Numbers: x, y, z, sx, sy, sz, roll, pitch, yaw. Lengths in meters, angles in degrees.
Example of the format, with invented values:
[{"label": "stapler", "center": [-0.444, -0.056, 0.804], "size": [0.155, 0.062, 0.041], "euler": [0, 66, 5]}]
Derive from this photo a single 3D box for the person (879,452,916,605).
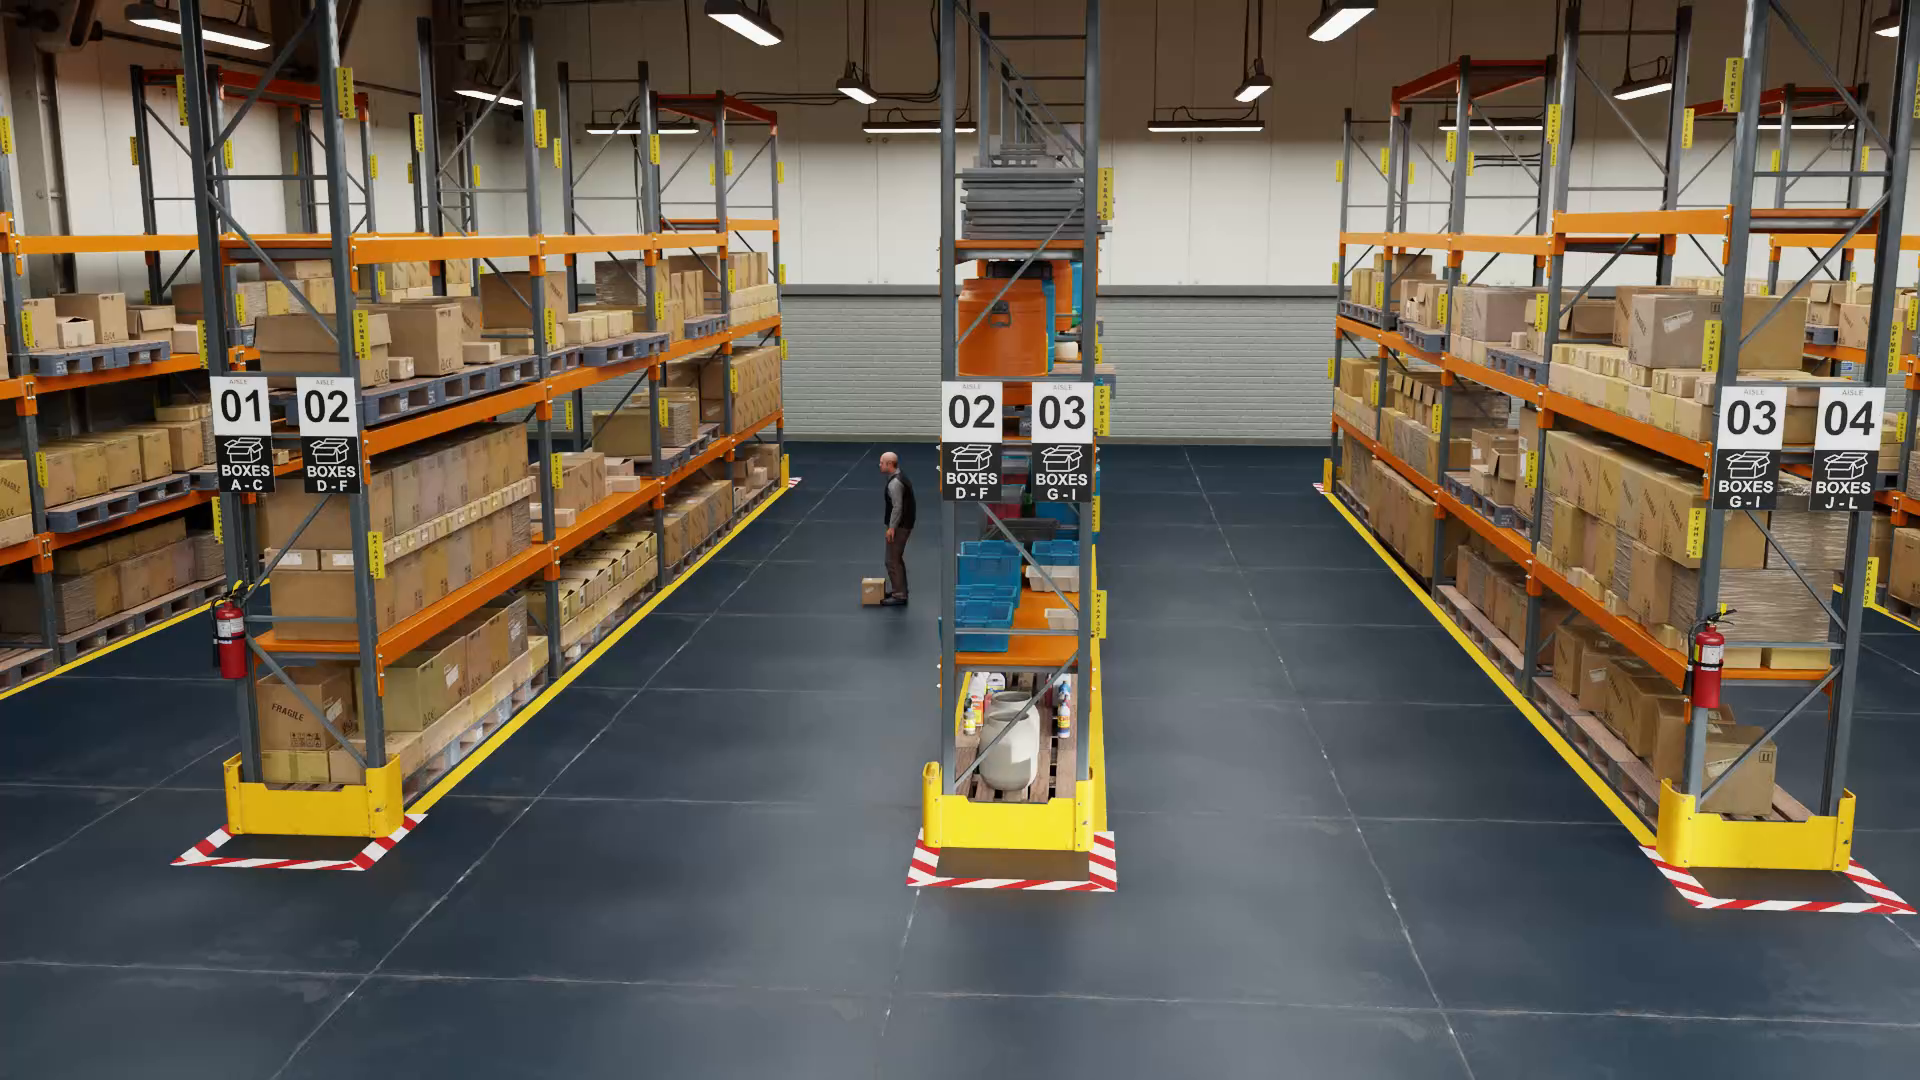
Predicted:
[{"label": "person", "center": [-0.700, -0.139, 18.731], "size": [0.412, 1.721, 0.583], "euler": [1, 11, 3]}]
